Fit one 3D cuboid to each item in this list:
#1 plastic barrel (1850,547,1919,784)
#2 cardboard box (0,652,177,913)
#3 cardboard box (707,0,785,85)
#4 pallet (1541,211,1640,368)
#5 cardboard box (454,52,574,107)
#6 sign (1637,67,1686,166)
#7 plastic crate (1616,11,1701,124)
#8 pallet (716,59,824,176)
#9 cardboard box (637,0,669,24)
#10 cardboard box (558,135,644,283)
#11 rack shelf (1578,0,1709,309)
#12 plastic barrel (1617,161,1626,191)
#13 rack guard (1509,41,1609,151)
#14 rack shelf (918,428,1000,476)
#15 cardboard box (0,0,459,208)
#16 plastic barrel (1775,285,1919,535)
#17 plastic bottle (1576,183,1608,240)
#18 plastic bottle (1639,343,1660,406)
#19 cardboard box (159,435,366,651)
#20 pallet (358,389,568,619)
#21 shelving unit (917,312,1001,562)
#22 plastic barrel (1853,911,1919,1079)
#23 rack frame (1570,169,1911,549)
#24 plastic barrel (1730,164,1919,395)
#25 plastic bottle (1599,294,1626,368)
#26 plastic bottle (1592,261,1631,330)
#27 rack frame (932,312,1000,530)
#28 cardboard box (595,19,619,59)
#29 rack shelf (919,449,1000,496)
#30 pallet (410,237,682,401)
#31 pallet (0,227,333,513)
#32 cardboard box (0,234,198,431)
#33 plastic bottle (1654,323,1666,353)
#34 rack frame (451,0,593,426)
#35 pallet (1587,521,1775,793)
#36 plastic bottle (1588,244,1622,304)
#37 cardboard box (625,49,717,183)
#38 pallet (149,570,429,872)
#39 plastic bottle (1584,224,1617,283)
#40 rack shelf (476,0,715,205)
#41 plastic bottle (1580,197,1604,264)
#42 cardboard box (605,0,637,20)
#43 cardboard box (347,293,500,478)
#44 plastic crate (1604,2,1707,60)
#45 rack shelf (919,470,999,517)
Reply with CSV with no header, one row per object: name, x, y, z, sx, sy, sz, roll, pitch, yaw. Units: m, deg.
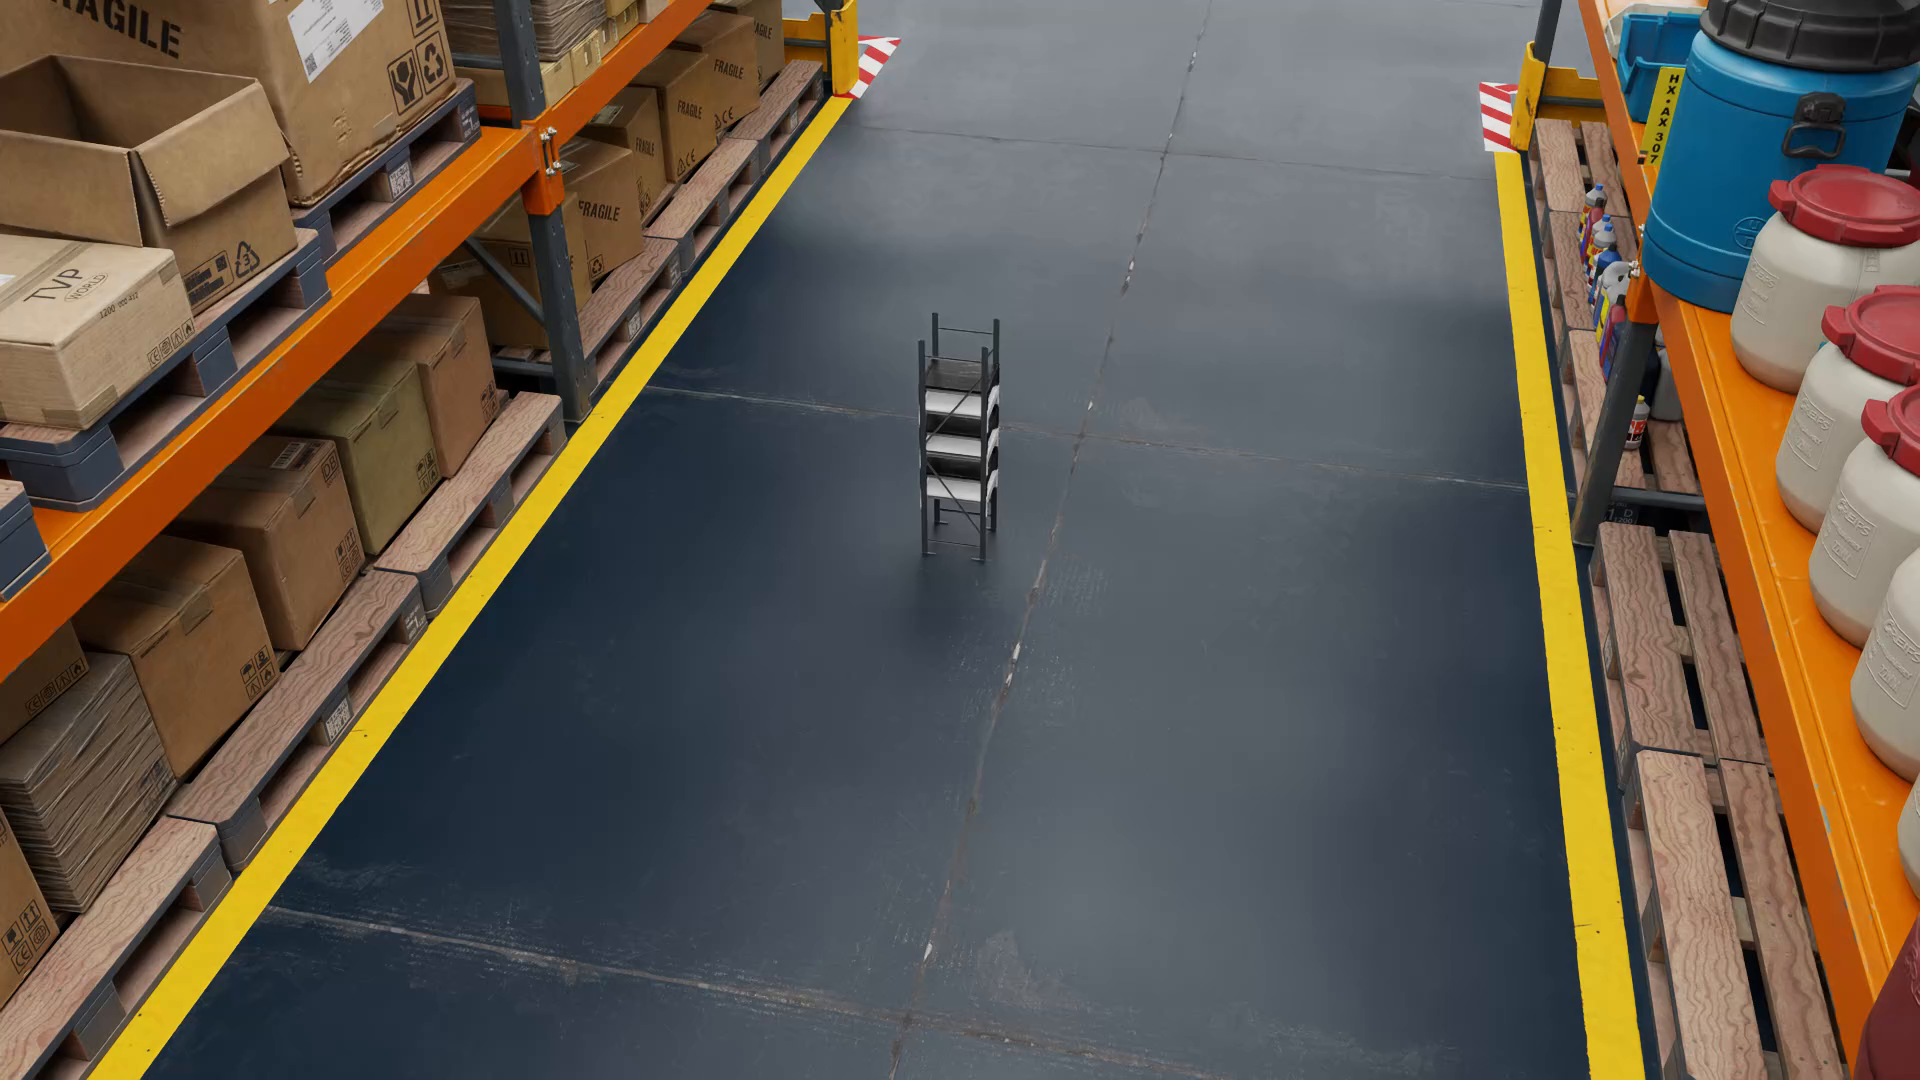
plastic barrel,2.038,0.225,3.288,0.421,0.512,0.421,0,36,0
cardboard box,-2.672,0.635,4.572,0.700,0.500,0.500,4,36,6
cardboard box,-1.342,-2.881,9.441,0.500,0.500,0.500,14,38,19
pallet,3.234,-1.117,7.611,1.003,0.211,1.213,7,37,10
cardboard box,-1.707,-1.769,6.349,0.380,0.149,0.250,7,37,10
sign,2.257,-1.352,5.324,0.100,0.325,0.005,7,37,10
plastic crate,2.763,-1.773,6.267,0.499,0.251,0.616,7,37,10
pallet,-1.417,-2.445,9.443,1.003,0.211,1.213,7,37,10
cardboard box,-1.477,-2.340,7.137,0.380,0.149,0.250,7,37,10
cardboard box,-1.808,-1.497,7.532,0.500,0.500,0.500,19,40,24
rack shelf,3.219,-2.020,7.094,1.077,0.370,4.000,7,37,10
plastic barrel,3.473,-1.946,8.141,0.421,0.512,0.421,0,36,0
rack guard,3.676,-2.396,9.130,1.175,0.500,0.348,7,37,10
rack shelf,-0.002,-0.333,5.999,0.258,0.077,0.200,7,37,10
cardboard box,-2.353,-1.760,5.254,1.000,1.000,1.000,8,37,10
plastic barrel,2.216,-0.278,3.962,0.433,0.535,0.433,0,36,0
plastic bottle,2.954,-1.531,7.756,0.097,0.271,0.097,0,36,0
plastic bottle,2.648,-0.676,6.508,0.144,0.351,0.185,6,36,9
cardboard box,-2.439,-0.010,5.463,0.700,0.500,0.500,4,36,6
pallet,-2.212,-0.210,6.360,1.003,0.211,1.213,7,37,10
shelving unit,-0.002,-0.360,5.980,0.258,0.900,0.210,7,37,10
plastic barrel,1.740,0.769,2.516,0.600,0.536,0.708,7,37,10
rack frame,2.792,-1.165,5.301,1.000,3.000,0.127,7,37,10
plastic barrel,2.373,-0.699,4.542,0.433,0.535,0.433,0,36,0
plastic bottle,2.683,-0.857,6.816,0.061,0.283,0.133,10,37,13
plastic bottle,2.796,-1.033,7.065,0.152,0.276,0.135,8,37,11
rack frame,0.020,-0.418,6.060,0.240,0.900,0.006,7,37,10
cardboard box,-1.615,-2.058,6.747,0.380,0.149,0.250,7,37,10
rack shelf,-0.002,-0.260,6.052,0.258,0.077,0.200,7,37,10
pallet,-1.938,-1.046,7.513,1.003,0.211,1.213,7,37,10
pallet,-2.519,-0.555,4.623,1.003,0.211,1.213,7,37,10
cardboard box,-2.319,-0.534,4.200,0.500,0.250,0.500,6,36,9
plastic bottle,2.839,-0.751,6.676,0.152,0.276,0.135,7,37,10
rack frame,-2.047,-1.785,6.157,1.000,3.000,0.127,7,37,10
pallet,2.662,0.420,5.491,1.003,0.211,1.213,7,37,10
plastic bottle,2.816,-1.161,7.246,0.097,0.271,0.097,0,36,0
cardboard box,-1.589,-2.177,8.470,0.500,0.500,0.500,11,37,14
pallet,-2.470,0.492,5.392,1.003,0.211,1.213,7,37,10
plastic bottle,2.860,-1.277,7.406,0.097,0.271,0.097,0,36,0
rack shelf,-1.620,-2.641,7.951,1.077,0.370,4.000,7,37,10
plastic bottle,2.888,-1.408,7.577,0.061,0.283,0.133,8,37,11
cardboard box,-1.749,-2.479,6.776,0.875,0.500,0.500,7,37,10
cardboard box,-2.199,-0.602,6.280,0.700,0.500,0.500,5,36,6
plastic crate,2.891,-2.021,6.706,0.530,0.136,0.437,7,37,10
rack shelf,-0.002,-0.187,6.105,0.258,0.077,0.200,7,37,10
